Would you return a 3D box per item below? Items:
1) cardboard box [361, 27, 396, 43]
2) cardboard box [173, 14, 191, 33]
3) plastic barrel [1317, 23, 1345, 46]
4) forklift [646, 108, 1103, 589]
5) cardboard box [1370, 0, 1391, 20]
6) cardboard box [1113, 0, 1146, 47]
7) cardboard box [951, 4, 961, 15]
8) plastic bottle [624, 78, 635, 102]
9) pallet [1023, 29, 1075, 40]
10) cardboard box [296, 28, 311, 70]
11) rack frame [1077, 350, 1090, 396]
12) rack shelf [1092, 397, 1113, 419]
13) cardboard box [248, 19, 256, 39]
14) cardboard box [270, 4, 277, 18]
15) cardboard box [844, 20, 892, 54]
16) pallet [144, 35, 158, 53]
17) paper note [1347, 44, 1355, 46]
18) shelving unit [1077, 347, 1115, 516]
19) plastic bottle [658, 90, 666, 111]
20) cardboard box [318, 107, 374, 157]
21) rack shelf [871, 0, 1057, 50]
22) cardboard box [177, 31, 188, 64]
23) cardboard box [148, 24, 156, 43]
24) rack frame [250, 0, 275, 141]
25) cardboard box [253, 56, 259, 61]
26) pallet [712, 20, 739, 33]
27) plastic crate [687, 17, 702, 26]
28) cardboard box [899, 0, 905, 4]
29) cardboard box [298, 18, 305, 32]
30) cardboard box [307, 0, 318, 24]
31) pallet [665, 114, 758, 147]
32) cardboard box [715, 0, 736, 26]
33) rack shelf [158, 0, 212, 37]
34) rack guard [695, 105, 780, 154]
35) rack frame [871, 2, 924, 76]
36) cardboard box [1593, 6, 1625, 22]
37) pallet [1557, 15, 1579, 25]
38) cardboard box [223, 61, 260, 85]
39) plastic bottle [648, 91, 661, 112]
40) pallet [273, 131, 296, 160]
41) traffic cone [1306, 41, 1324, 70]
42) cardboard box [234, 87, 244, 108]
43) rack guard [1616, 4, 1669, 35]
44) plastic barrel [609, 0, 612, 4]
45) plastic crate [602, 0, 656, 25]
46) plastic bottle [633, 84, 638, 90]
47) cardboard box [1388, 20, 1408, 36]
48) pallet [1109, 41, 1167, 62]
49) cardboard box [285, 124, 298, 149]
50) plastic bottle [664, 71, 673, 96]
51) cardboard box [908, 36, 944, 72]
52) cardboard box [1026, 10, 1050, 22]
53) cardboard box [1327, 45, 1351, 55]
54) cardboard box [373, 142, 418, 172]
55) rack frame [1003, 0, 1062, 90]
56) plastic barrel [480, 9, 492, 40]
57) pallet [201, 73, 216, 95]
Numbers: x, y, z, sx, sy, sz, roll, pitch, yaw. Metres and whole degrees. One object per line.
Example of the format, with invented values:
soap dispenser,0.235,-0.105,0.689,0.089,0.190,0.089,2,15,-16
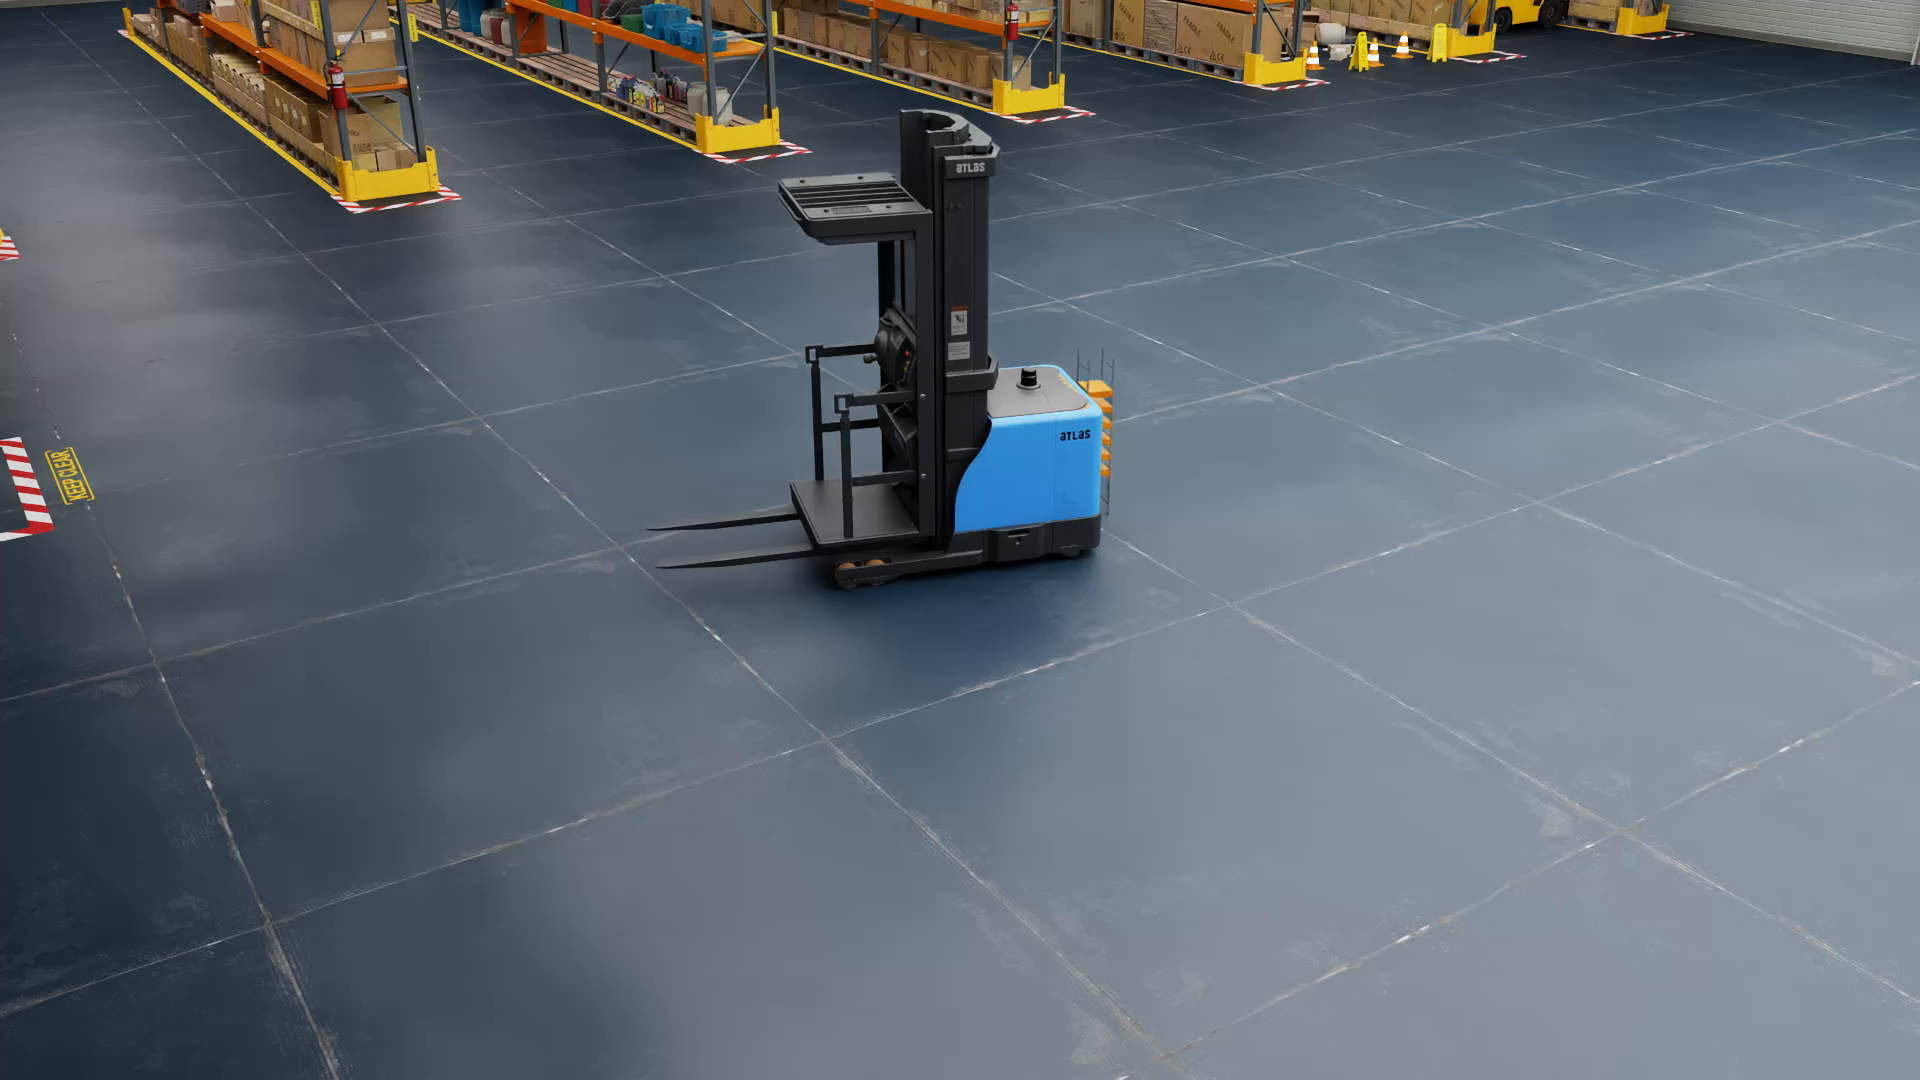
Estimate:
cardboard box,-7.224,-6.264,20.591,0.380,0.149,0.250,-16,30,-30
cardboard box,-13.135,-8.847,28.474,0.500,0.250,0.500,-15,29,-29
plastic barrel,7.019,-9.573,31.494,0.512,0.421,0.421,3,25,6
forklift,-0.607,-1.254,10.936,3.031,2.935,1.130,-7,26,-14
cardboard box,8.202,-10.231,31.722,0.500,0.500,0.500,-16,30,-31
cardboard box,3.424,-9.581,30.490,0.875,0.875,0.875,-15,29,-29
cardboard box,0.088,-8.426,26.341,0.380,0.149,0.250,-16,29,-30
plastic bottle,-5.025,-6.867,25.332,0.144,0.351,0.185,-17,30,-32
pallet,1.985,-10.027,32.705,1.003,0.211,1.213,-16,29,-30
cardboard box,-8.281,-6.503,21.858,0.700,0.500,0.500,-15,29,-28
rack frame,0.869,-0.750,11.892,0.006,1.200,0.240,-7,25,-14
rack shelf,0.956,-0.939,11.833,0.180,0.103,0.258,-7,25,-14
cardboard box,-10.007,-7.377,23.982,0.396,0.266,0.258,-16,30,-31
cardboard box,-9.110,-7.181,22.534,0.380,0.149,0.250,-16,30,-31
cardboard box,-1.633,-8.941,29.552,0.700,0.500,0.500,-16,29,-30
pallet,-14.785,-9.449,31.481,1.003,0.211,1.213,-16,29,-30
paper note,7.422,-9.428,31.648,0.148,0.019,0.142,18,31,33
shelving unit,0.957,-0.761,11.914,0.189,1.200,0.258,-7,25,-14
plastic bottle,-4.433,-6.535,24.708,0.061,0.283,0.133,-16,29,-30
cardboard box,-7.732,-5.143,20.944,0.500,0.500,0.500,-16,29,-30
rack shelf,0.020,-8.432,26.904,1.077,0.370,4.000,-16,29,-30
cardboard box,-13.114,-8.497,28.611,0.500,0.500,0.500,-15,29,-29
cardboard box,-14.699,-9.416,30.779,0.500,0.311,0.500,-16,29,-30
rack frame,-9.373,-7.166,23.378,1.000,3.000,0.127,-16,29,-30
cardboard box,-10.776,-7.482,26.120,0.500,0.311,0.500,-16,30,-30
pallet,-4.284,-10.378,33.449,1.003,0.211,1.213,-16,29,-30
plastic crate,-4.123,-7.678,24.771,0.530,0.136,0.437,-16,29,-30
cardboard box,-0.776,-8.950,27.451,0.380,0.149,0.250,-16,29,-30
cardboard box,-8.266,-6.629,21.363,0.380,0.149,0.250,-15,29,-28
cardboard box,-7.754,-6.743,20.845,0.700,0.500,0.500,-16,30,-31
pallet,-3.558,-5.935,24.037,1.003,0.211,1.213,-16,29,-30
cardboard box,-4.094,-10.705,32.872,1.225,0.875,0.875,-15,29,-29
rack shelf,-12.649,-8.986,28.077,1.077,0.370,4.000,-16,29,-30
rack guard,-3.119,-5.774,23.358,1.175,0.500,0.348,-16,29,-30
rack frame,-1.071,-9.473,28.265,1.000,3.000,0.127,-16,29,-30
cardboard box,13.051,-10.551,33.277,0.500,0.250,0.500,-15,29,-29
pallet,12.458,-10.949,34.658,1.003,0.211,1.213,-16,29,-30
cardboard box,-10.947,-7.172,25.463,0.500,0.311,0.500,-16,30,-31
plastic bottle,-4.522,-6.507,24.657,0.152,0.276,0.135,-15,29,-29
pallet,-8.974,-5.611,23.350,1.003,0.211,1.213,-16,29,-30
traffic cone,6.223,-8.536,29.252,0.336,0.463,0.334,-16,29,-30
cardboard box,-10.674,-6.740,25.204,0.500,0.250,0.500,-15,29,-29
rack guard,13.585,-10.371,33.096,1.175,0.500,0.348,-16,29,-30
plastic barrel,-5.560,-8.774,26.624,0.433,0.535,0.433,0,25,0
plastic crate,-5.042,-8.074,25.374,0.767,0.338,0.504,-16,29,-30
plastic bottle,-4.914,-6.787,25.256,0.097,0.271,0.097,0,25,0
cardboard box,8.472,-9.712,31.500,0.500,0.250,0.500,-15,29,-29
pallet,3.489,-9.042,30.618,1.003,0.211,1.213,-16,29,-30
cardboard box,-8.837,-5.516,22.611,0.500,0.250,0.500,-16,29,-30
plastic bottle,-4.523,-7.088,25.801,0.144,0.351,0.185,-17,30,-32
cardboard box,-0.568,-8.177,27.956,0.500,0.500,0.500,-6,26,-13
cardboard box,1.156,-8.086,25.622,0.380,0.149,0.250,-16,29,-30
cardboard box,7.008,-9.060,30.731,0.380,0.149,0.250,-1,25,-3
cardboard box,-7.296,-4.925,21.361,0.500,0.250,0.500,-16,29,-30
rack frame,1.112,-8.042,25.235,1.000,3.000,0.127,-16,29,-30
plastic barrel,-8.686,-9.570,30.894,0.421,0.512,0.421,0,25,0
pallet,-11.933,-7.611,27.588,1.003,0.211,1.213,-16,29,-30
